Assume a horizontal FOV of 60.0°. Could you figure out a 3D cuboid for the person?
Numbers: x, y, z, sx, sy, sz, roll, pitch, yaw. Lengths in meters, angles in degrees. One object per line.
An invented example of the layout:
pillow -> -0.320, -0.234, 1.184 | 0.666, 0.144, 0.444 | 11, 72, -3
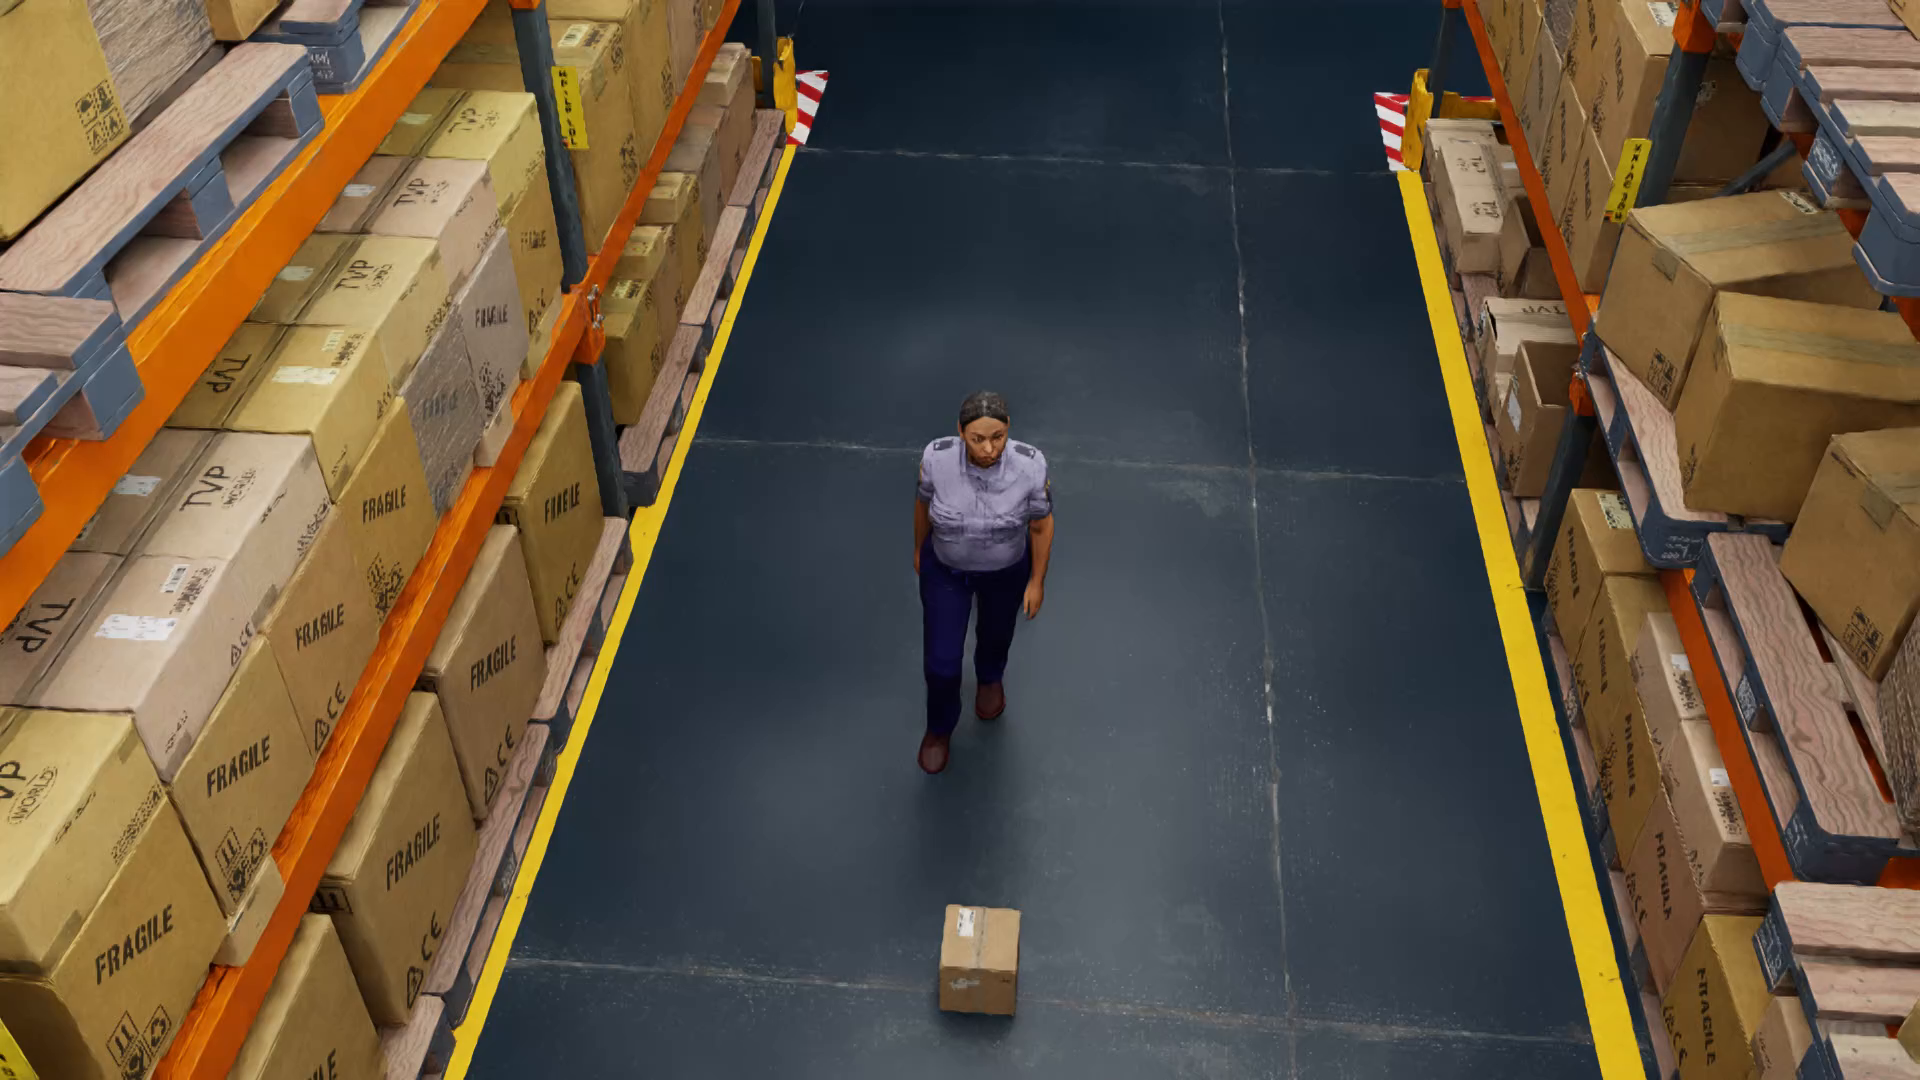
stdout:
person -> 0.078, 0.107, 6.074 | 0.501, 1.652, 0.552 | -1, 40, -2
